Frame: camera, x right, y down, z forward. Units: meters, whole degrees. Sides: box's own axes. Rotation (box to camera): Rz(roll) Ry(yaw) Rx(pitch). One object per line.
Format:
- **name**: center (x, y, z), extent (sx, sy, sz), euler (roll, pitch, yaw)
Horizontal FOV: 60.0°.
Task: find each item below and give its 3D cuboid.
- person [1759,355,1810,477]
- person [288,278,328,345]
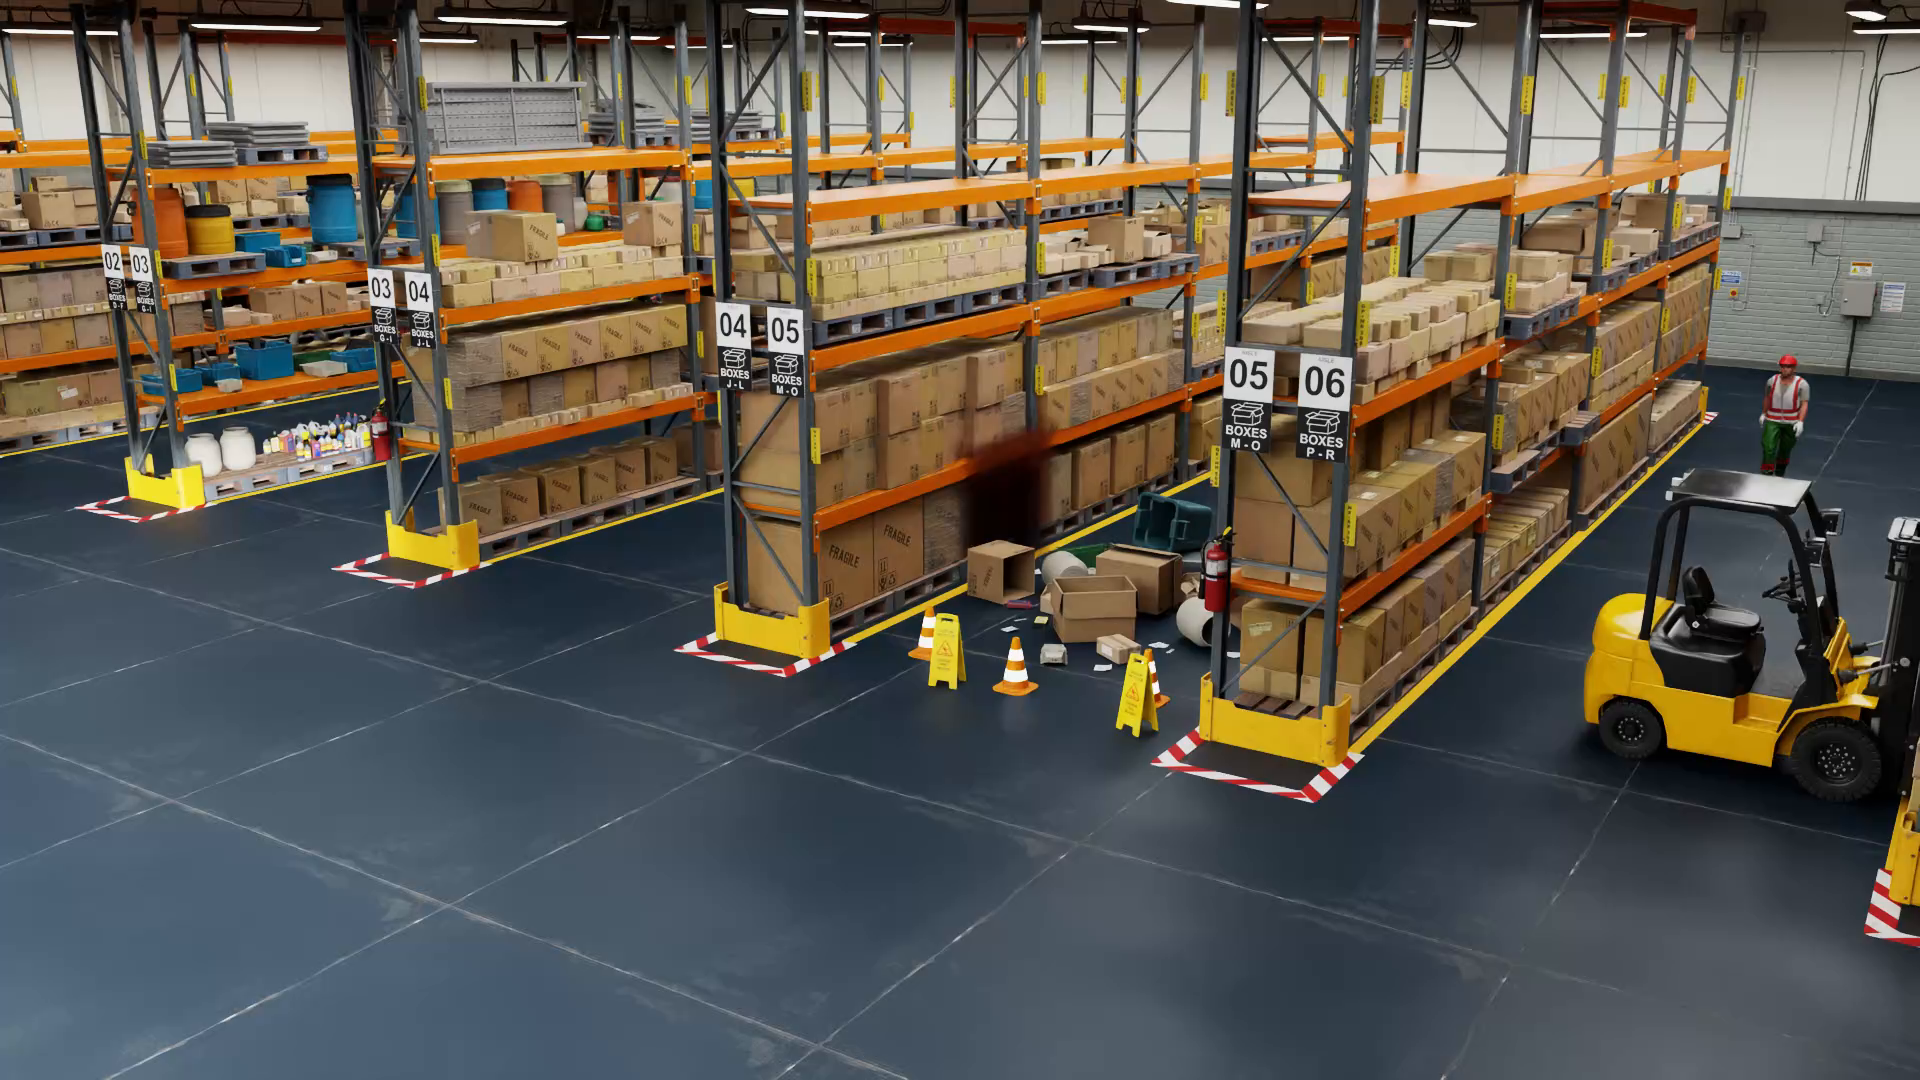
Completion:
- **person**: center (10.555, -1.511, 21.321), extent (0.533, 1.736, 1.025), euler (7, 17, 23)
- **person**: center (-12.493, -4.337, 31.508), extent (0.674, 1.695, 1.067), euler (7, 17, 22)
